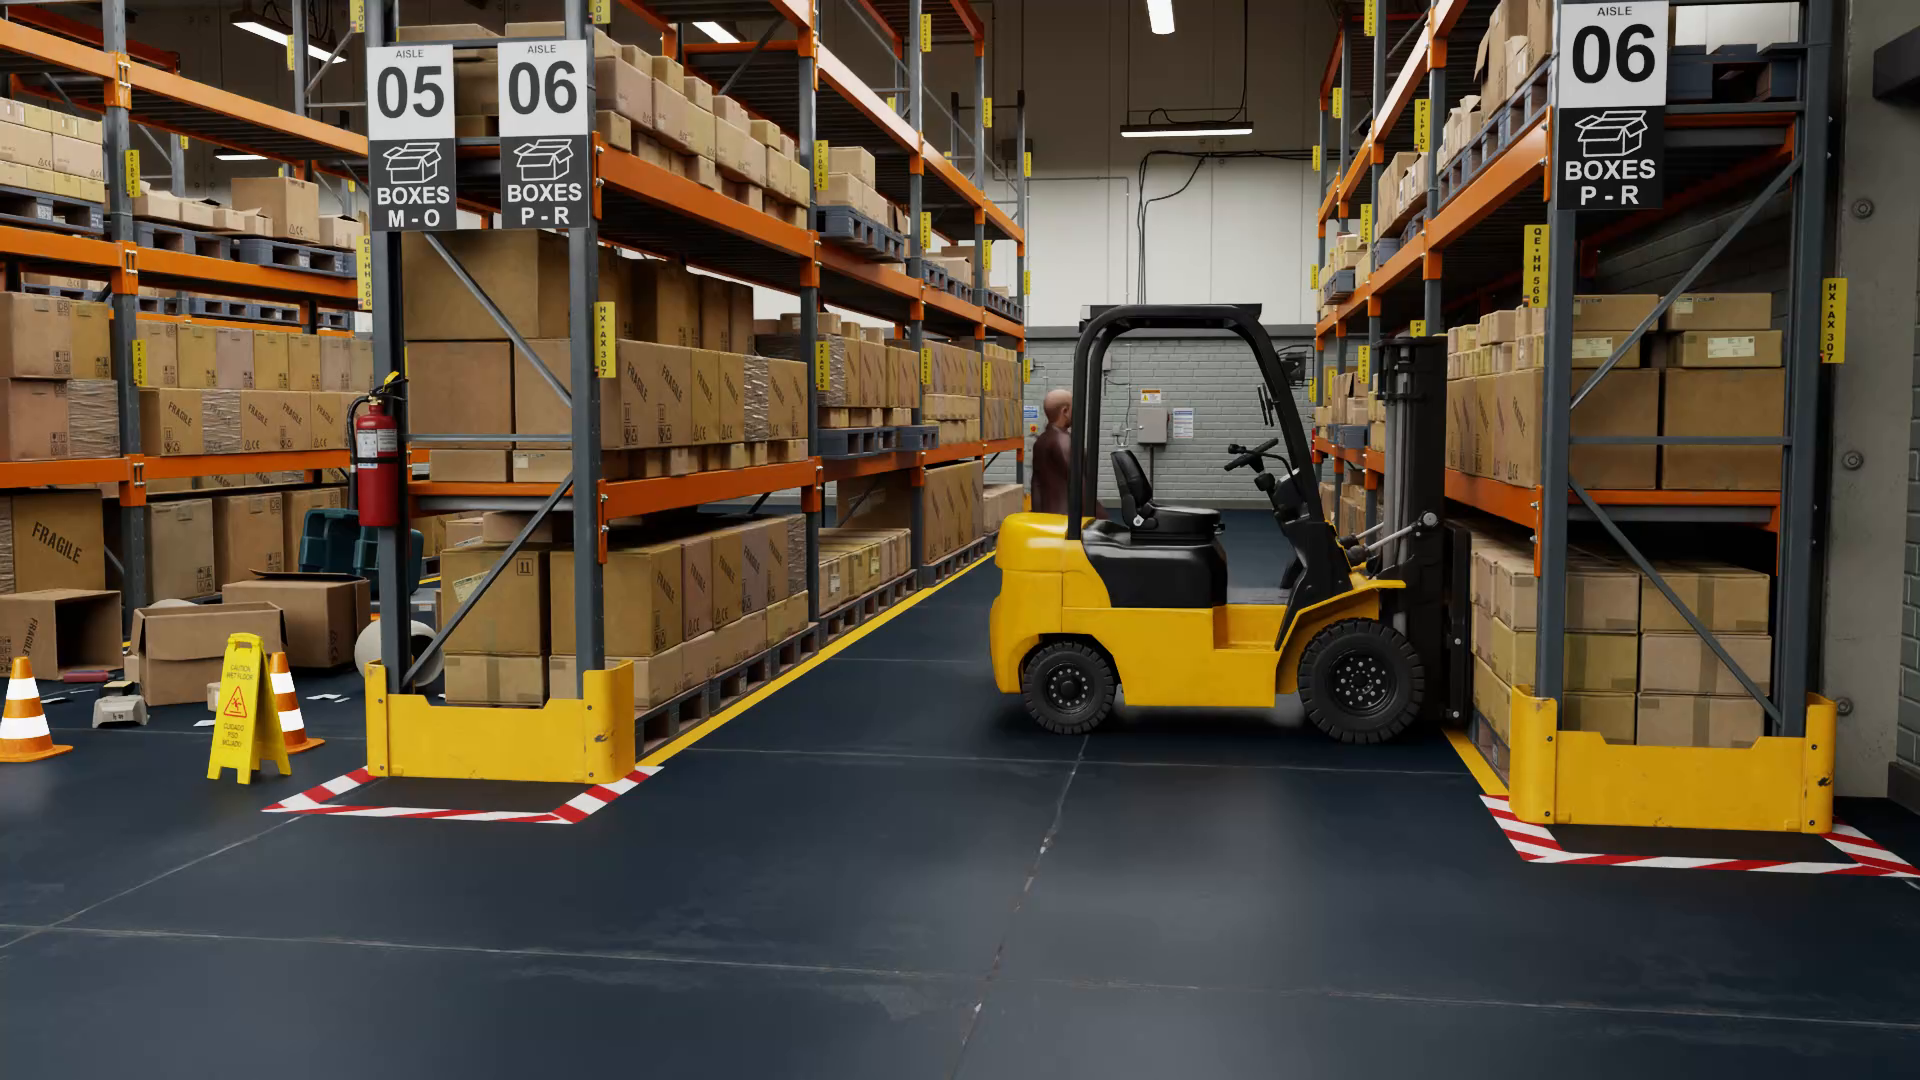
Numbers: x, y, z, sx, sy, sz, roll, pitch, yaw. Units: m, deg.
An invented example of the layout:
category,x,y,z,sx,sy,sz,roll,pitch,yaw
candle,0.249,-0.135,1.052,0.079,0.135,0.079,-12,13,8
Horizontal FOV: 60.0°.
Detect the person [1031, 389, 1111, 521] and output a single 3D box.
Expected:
category,x,y,z,sx,sy,sz,roll,pitch,yaw
person,0.749,-0.067,10.325,1.020,1.735,0.607,-1,4,-7
